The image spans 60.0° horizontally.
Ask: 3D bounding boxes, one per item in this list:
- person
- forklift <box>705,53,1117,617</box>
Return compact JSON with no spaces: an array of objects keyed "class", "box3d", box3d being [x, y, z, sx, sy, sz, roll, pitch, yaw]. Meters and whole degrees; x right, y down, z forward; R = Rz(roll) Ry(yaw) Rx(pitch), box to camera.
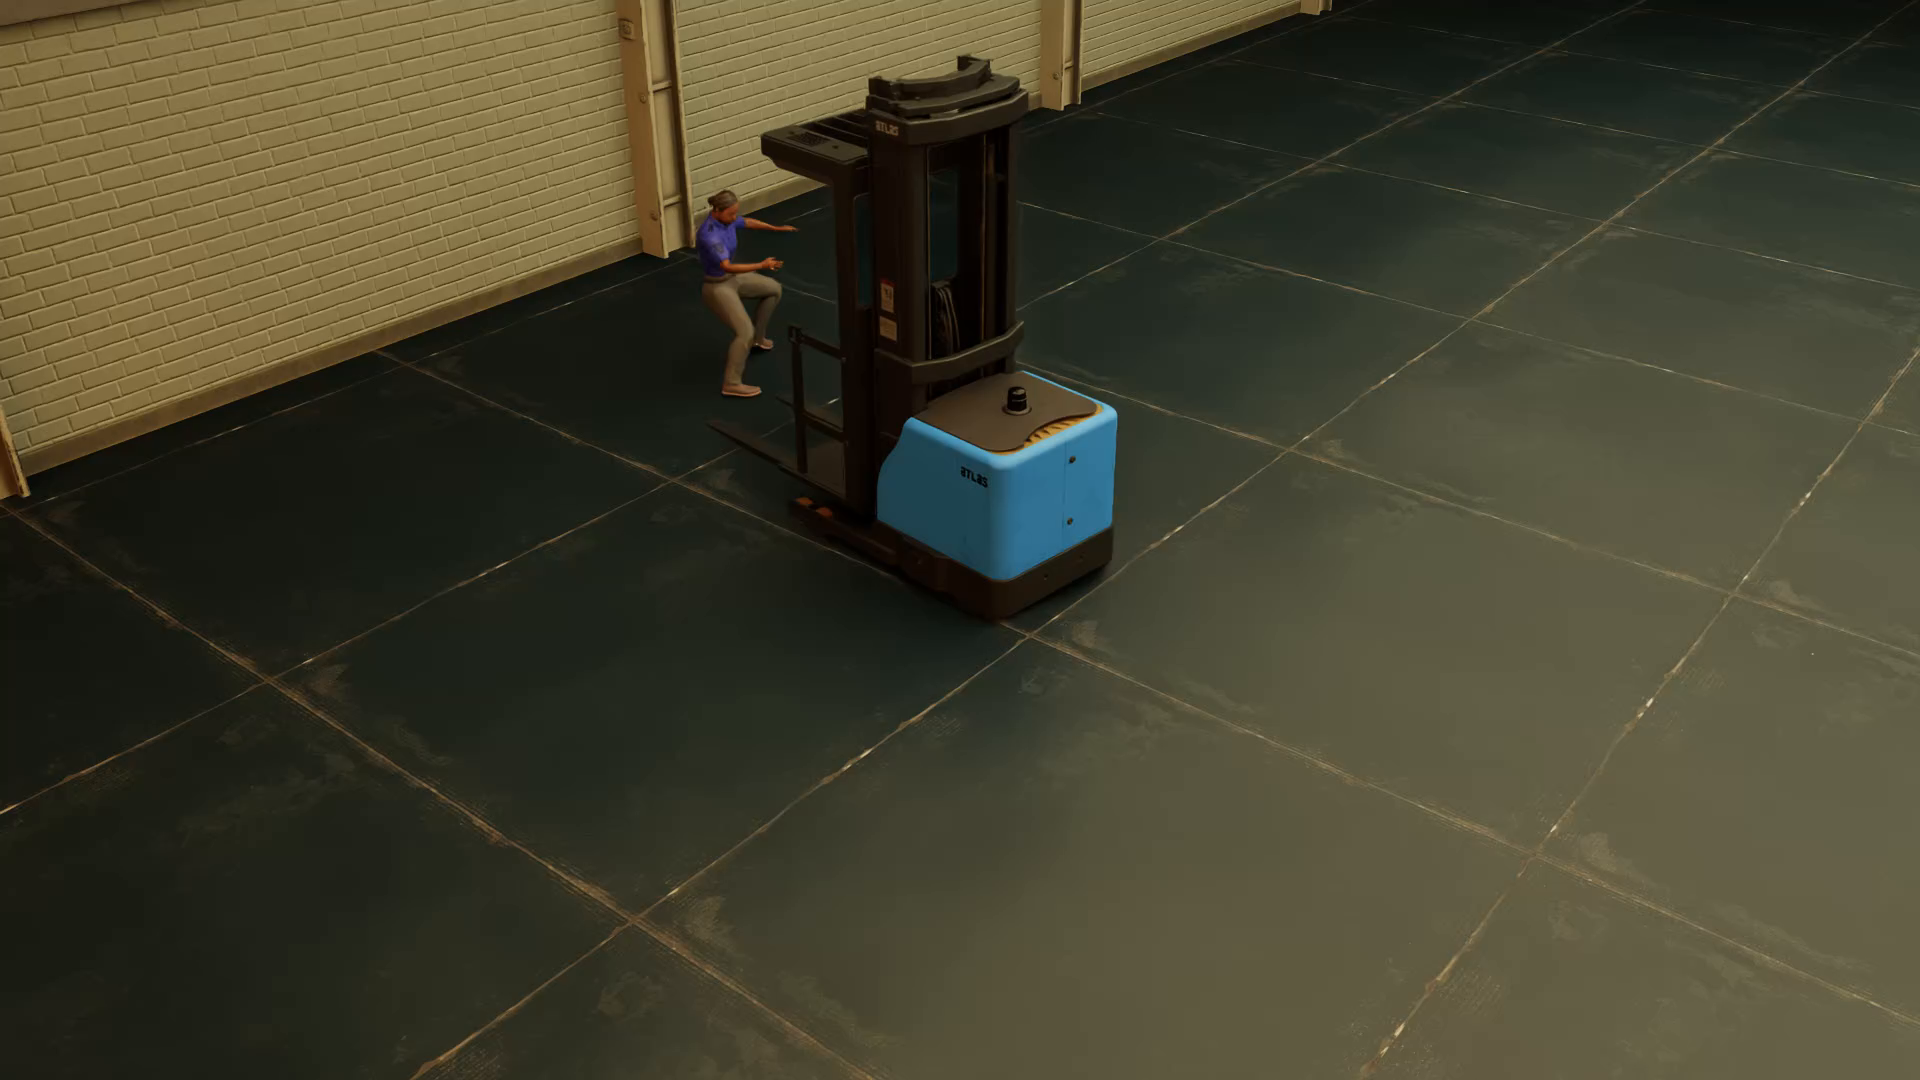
[{"class":"person","box3d":[-1.577,-1.905,12.342,0.689,1.431,0.965,8,31,14]},{"class":"forklift","box3d":[-0.458,-1.467,10.105,1.130,2.935,3.031,-26,39,-37]}]
